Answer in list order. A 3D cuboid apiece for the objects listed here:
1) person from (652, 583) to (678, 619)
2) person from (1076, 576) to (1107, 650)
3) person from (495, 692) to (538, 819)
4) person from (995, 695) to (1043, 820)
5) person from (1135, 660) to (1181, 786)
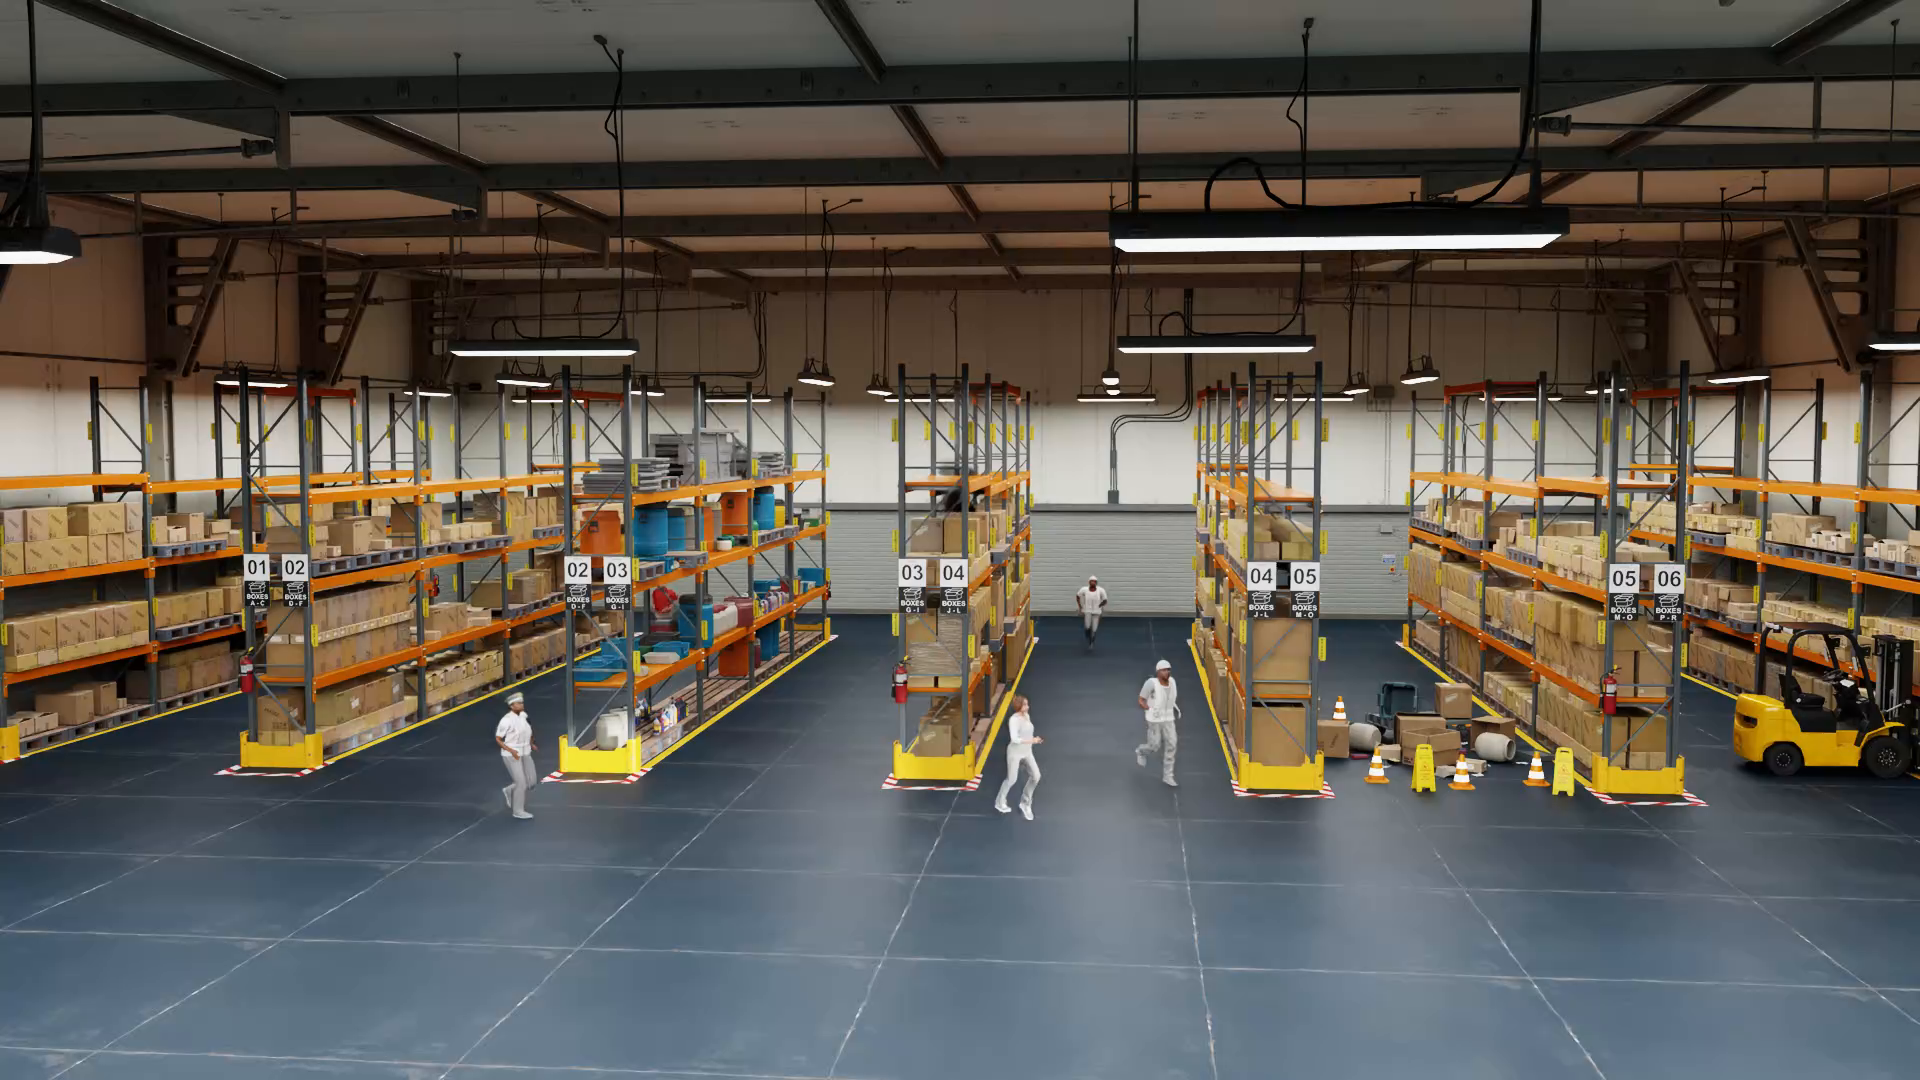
[{"bbox_3d":[-6.716,1.745,37.818,0.631,1.747,1.133,0,4,-3],"label":"person"},{"bbox_3d":[3.039,1.673,38.202,0.691,1.718,0.676,0,4,-2],"label":"person"},{"bbox_3d":[-5.768,2.791,21.602,0.529,1.649,0.561,2,4,31],"label":"person"},{"bbox_3d":[0.780,2.819,21.584,0.765,1.625,0.503,3,5,41],"label":"person"},{"bbox_3d":[2.874,2.598,23.929,0.690,1.764,0.982,-2,4,-23],"label":"person"}]
